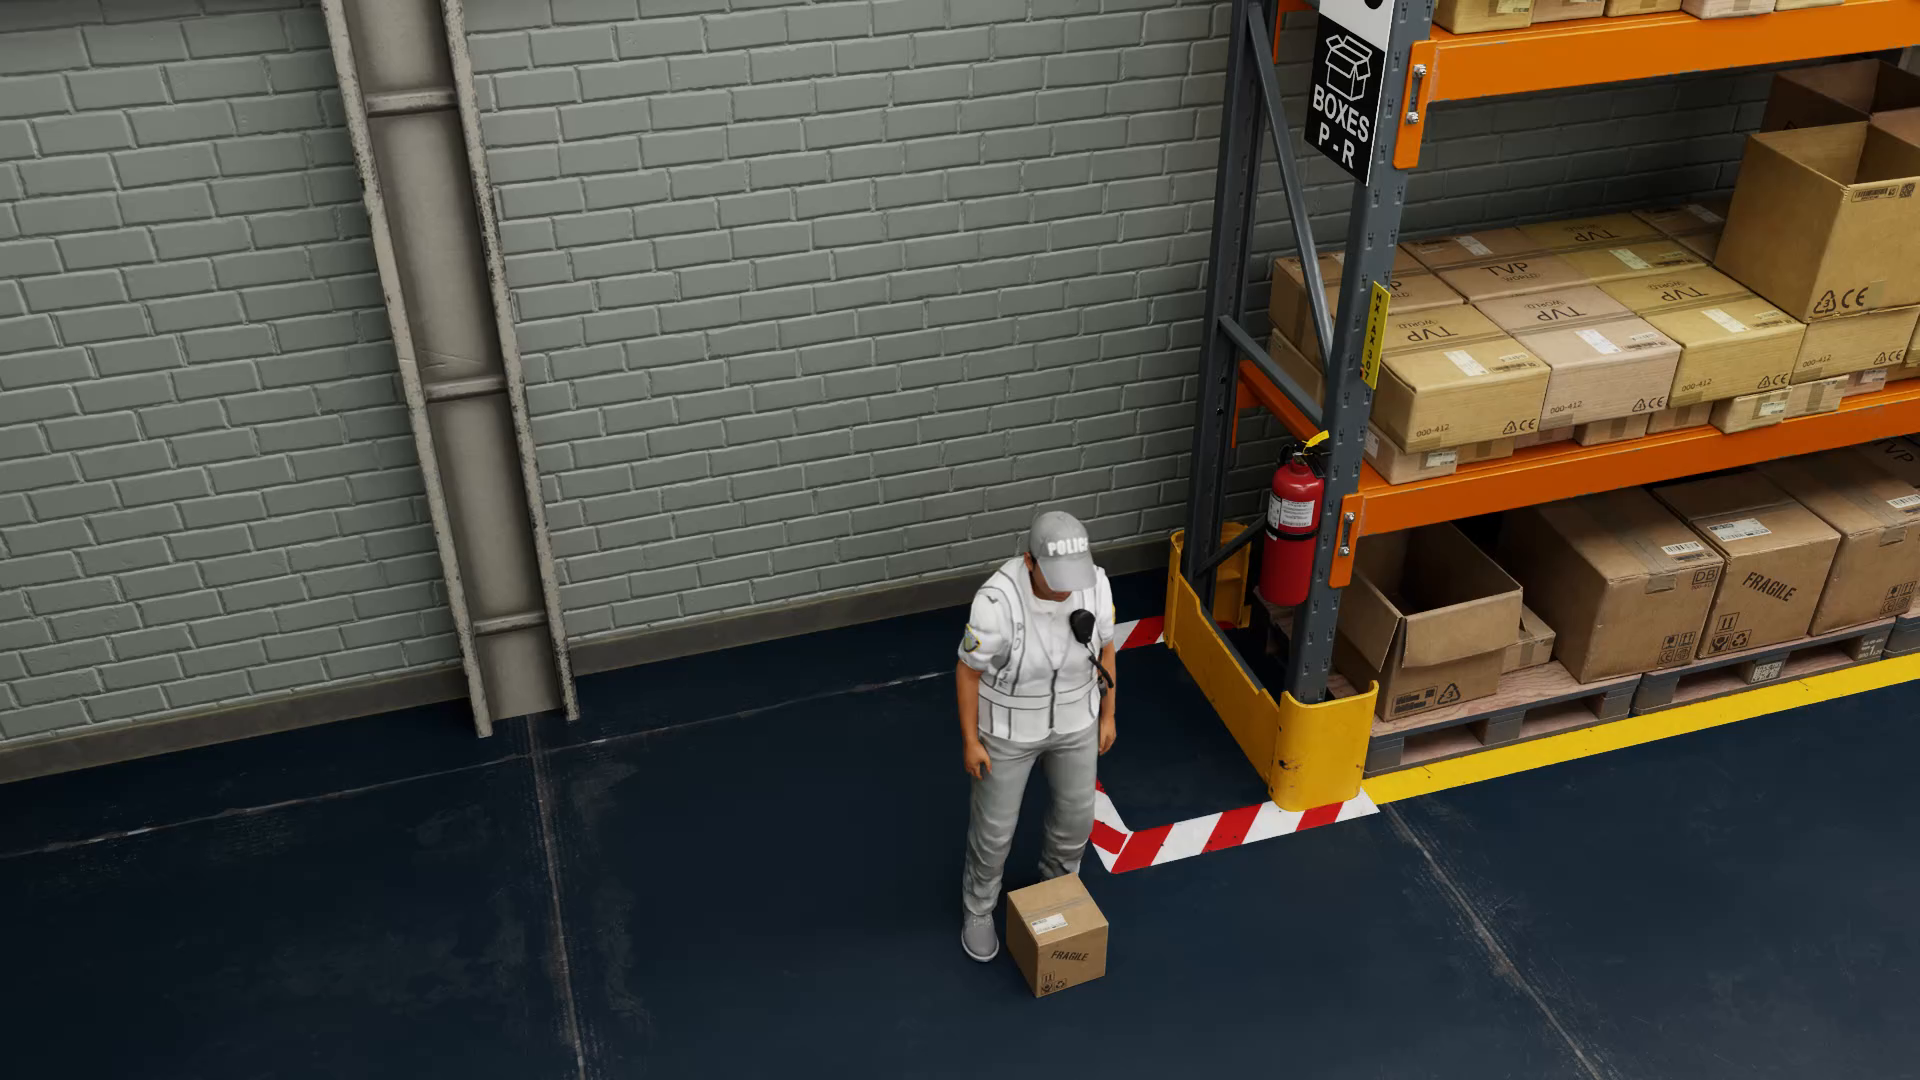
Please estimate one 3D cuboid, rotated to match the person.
[{"bbox_3d":[0.243,0.598,5.253,0.540,1.667,0.466,-10,35,-14],"label":"person"}]
